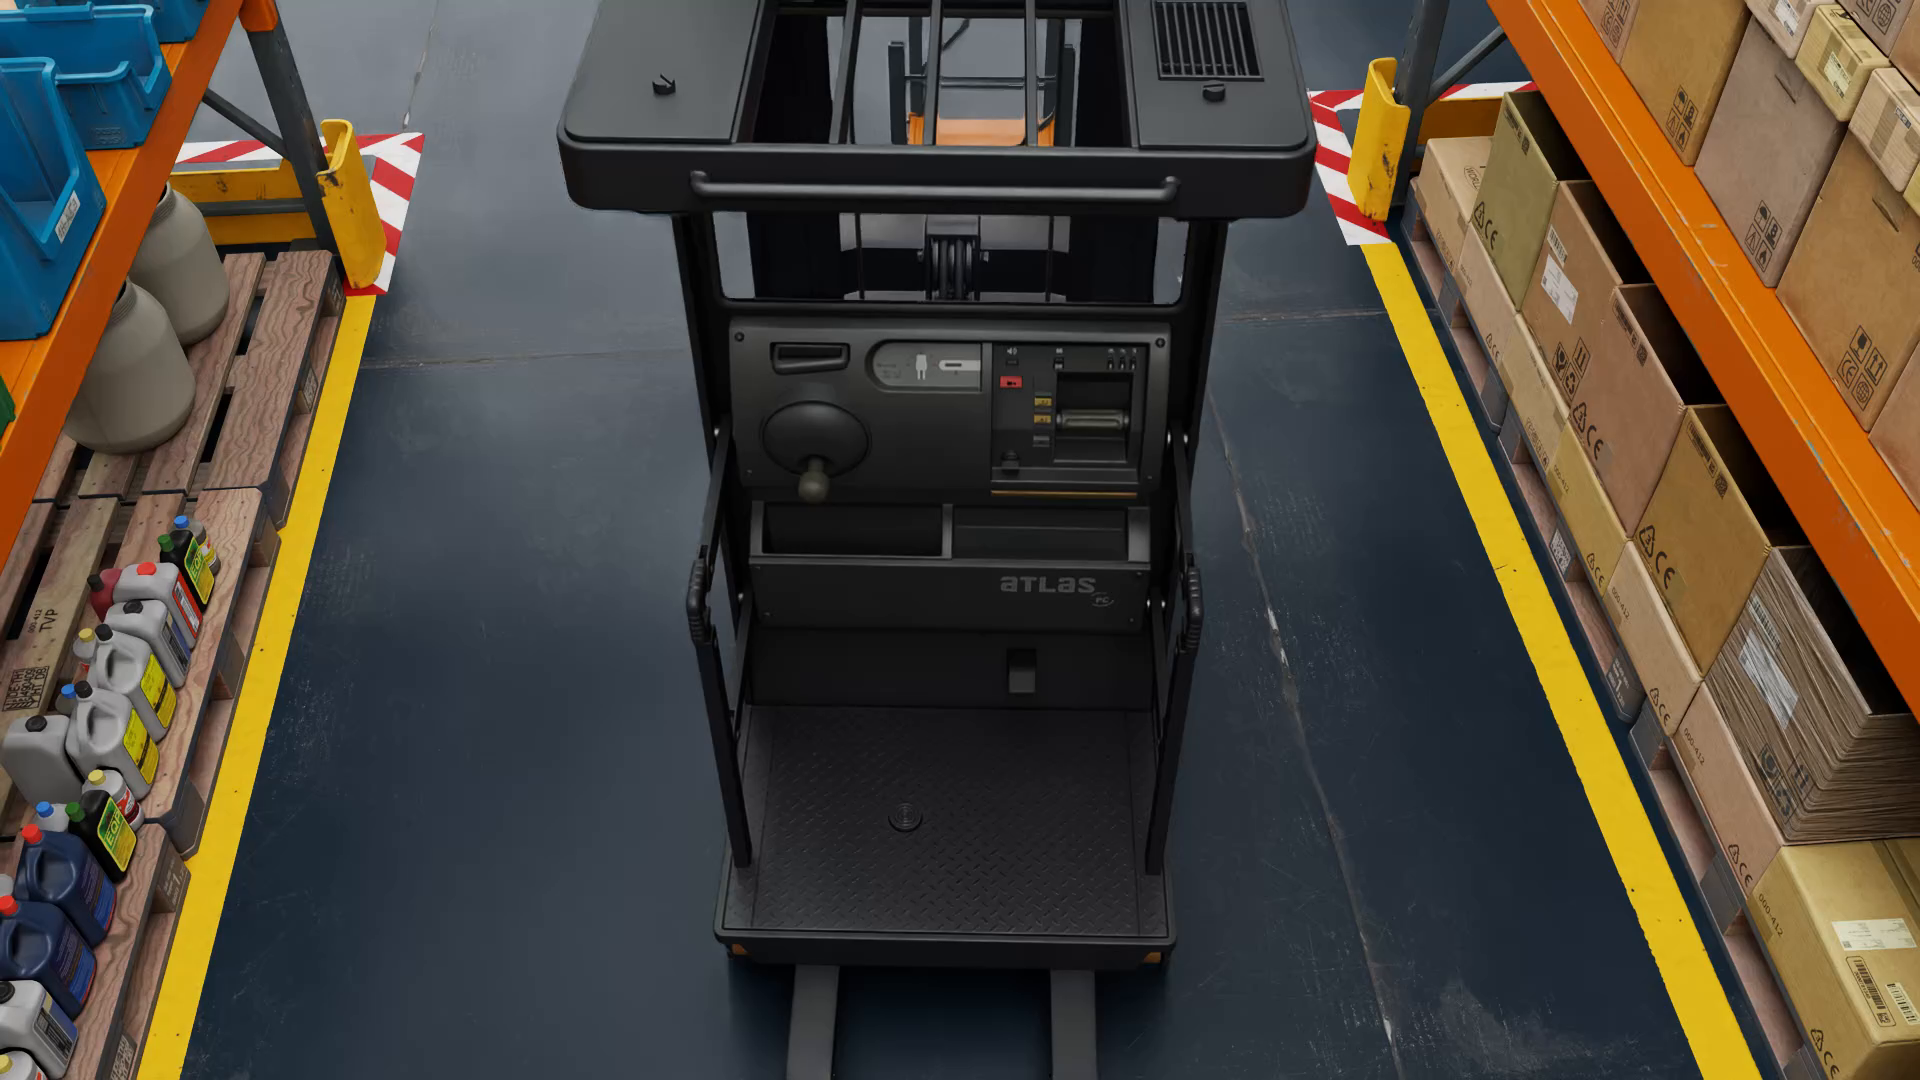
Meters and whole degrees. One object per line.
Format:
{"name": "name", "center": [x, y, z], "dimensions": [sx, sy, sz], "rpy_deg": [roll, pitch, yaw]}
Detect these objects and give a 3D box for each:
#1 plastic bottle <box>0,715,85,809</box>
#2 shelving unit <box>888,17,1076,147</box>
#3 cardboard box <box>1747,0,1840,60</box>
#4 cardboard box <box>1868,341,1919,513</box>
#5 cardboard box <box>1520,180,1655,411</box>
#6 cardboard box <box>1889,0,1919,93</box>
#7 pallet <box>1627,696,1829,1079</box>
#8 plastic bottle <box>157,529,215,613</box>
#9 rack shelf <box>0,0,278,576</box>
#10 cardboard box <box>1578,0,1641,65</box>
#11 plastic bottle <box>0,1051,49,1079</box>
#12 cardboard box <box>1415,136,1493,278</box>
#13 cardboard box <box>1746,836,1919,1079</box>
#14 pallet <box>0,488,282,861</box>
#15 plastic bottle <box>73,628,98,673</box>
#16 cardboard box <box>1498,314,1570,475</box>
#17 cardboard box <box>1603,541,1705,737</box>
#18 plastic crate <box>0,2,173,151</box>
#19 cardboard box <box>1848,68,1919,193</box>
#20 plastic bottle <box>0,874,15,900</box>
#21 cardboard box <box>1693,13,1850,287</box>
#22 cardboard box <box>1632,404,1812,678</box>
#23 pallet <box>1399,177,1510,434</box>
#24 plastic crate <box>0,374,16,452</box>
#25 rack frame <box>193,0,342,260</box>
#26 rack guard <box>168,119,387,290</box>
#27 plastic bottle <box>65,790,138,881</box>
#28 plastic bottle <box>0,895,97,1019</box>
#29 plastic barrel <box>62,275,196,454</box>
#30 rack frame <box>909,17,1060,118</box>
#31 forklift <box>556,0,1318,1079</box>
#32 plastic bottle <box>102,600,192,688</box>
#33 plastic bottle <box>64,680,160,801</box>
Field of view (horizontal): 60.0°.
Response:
{"name": "plastic bottle", "center": [-2.322, 0.552, 4.234], "dimensions": [0.152, 0.276, 0.135], "rpy_deg": [-3, 47, -3]}
{"name": "shelving unit", "center": [0.069, -1.175, 5.330], "dimensions": [0.587, 1.500, 1.083], "rpy_deg": [1, 47, 1]}
{"name": "cardboard box", "center": [2.077, -1.248, 3.850], "dimensions": [0.380, 0.149, 0.250], "rpy_deg": [-3, 47, -3]}
{"name": "cardboard box", "center": [2.372, -0.242, 3.344], "dimensions": [0.700, 0.500, 0.500], "rpy_deg": [-4, 47, -4]}
{"name": "cardboard box", "center": [2.052, -0.732, 4.966], "dimensions": [0.500, 0.500, 0.500], "rpy_deg": [-3, 47, -3]}
{"name": "cardboard box", "center": [2.337, -1.035, 3.202], "dimensions": [0.700, 0.500, 0.500], "rpy_deg": [-4, 47, -3]}
{"name": "pallet", "center": [2.441, 0.875, 4.276], "dimensions": [1.003, 0.211, 1.213], "rpy_deg": [-3, 47, -3]}
{"name": "plastic bottle", "center": [-2.187, 0.067, 4.688], "dimensions": [0.061, 0.283, 0.133], "rpy_deg": [-2, 47, -2]}
{"name": "rack shelf", "center": [-2.638, -0.407, 4.065], "dimensions": [1.077, 0.370, 4.000], "rpy_deg": [-3, 47, -3]}
{"name": "cardboard box", "center": [2.206, -1.716, 4.740], "dimensions": [0.700, 0.500, 0.500], "rpy_deg": [-2, 47, -2]}
{"name": "plastic bottle", "center": [-2.078, 1.199, 3.672], "dimensions": [0.097, 0.201, 0.097], "rpy_deg": [0, 47, 0]}
{"name": "cardboard box", "center": [1.954, -1.197, 5.922], "dimensions": [0.500, 0.250, 0.500], "rpy_deg": [-3, 47, -3]}
{"name": "cardboard box", "center": [2.209, 0.973, 3.867], "dimensions": [0.500, 0.250, 0.500], "rpy_deg": [-3, 47, -3]}
{"name": "pallet", "center": [-2.591, 0.378, 4.746], "dimensions": [1.003, 0.211, 1.213], "rpy_deg": [-3, 47, -3]}
{"name": "plastic bottle", "center": [-2.332, 0.317, 4.508], "dimensions": [0.097, 0.201, 0.097], "rpy_deg": [0, 47, 0]}
{"name": "cardboard box", "center": [2.041, -0.474, 5.237], "dimensions": [0.500, 0.250, 0.500], "rpy_deg": [-3, 47, -3]}
{"name": "cardboard box", "center": [2.120, 0.250, 4.552], "dimensions": [0.500, 0.250, 0.500], "rpy_deg": [-3, 47, -3]}
{"name": "plastic crate", "center": [-2.417, -1.236, 4.457], "dimensions": [0.499, 0.251, 0.408], "rpy_deg": [-3, 47, -3]}
{"name": "cardboard box", "center": [2.125, -0.865, 3.488], "dimensions": [0.380, 0.149, 0.250], "rpy_deg": [-2, 47, -2]}
{"name": "plastic bottle", "center": [-2.257, 0.873, 3.933], "dimensions": [0.097, 0.271, 0.097], "rpy_deg": [0, 47, 0]}
{"name": "cardboard box", "center": [2.289, -0.976, 4.039], "dimensions": [0.700, 0.500, 0.500], "rpy_deg": [-2, 47, -2]}
{"name": "cardboard box", "center": [2.133, -0.009, 4.280], "dimensions": [0.500, 0.500, 0.500], "rpy_deg": [-3, 47, -3]}
{"name": "pallet", "center": [2.236, -0.890, 5.947], "dimensions": [1.003, 0.211, 1.213], "rpy_deg": [-3, 47, -3]}
{"name": "plastic crate", "center": [-2.303, -0.134, 3.457], "dimensions": [0.450, 0.188, 0.662], "rpy_deg": [-3, 47, -3]}
{"name": "rack frame", "center": [-2.806, -2.101, 5.174], "dimensions": [1.000, 3.000, 0.127], "rpy_deg": [-3, 47, -3]}
{"name": "rack guard", "center": [-2.752, -1.190, 6.032], "dimensions": [1.175, 0.500, 0.348], "rpy_deg": [-3, 47, -3]}
{"name": "plastic bottle", "center": [-2.113, 0.708, 4.082], "dimensions": [0.061, 0.283, 0.133], "rpy_deg": [-2, 47, -2]}
{"name": "plastic bottle", "center": [-2.125, 0.943, 3.812], "dimensions": [0.144, 0.351, 0.185], "rpy_deg": [-2, 47, -2]}
{"name": "plastic barrel", "center": [-2.632, -0.556, 5.135], "dimensions": [0.421, 0.512, 0.421], "rpy_deg": [0, 47, 0]}
{"name": "rack frame", "center": [0.081, -1.551, 5.686], "dimensions": [0.500, 1.500, 0.032], "rpy_deg": [1, 47, 1]}
{"name": "forklift", "center": [-0.025, -0.175, 3.397], "dimensions": [1.130, 2.935, 3.031], "rpy_deg": [1, 47, 1]}
{"name": "plastic bottle", "center": [-2.210, 0.271, 4.501], "dimensions": [0.152, 0.276, 0.135], "rpy_deg": [-5, 47, -4]}
{"name": "plastic bottle", "center": [-2.176, 0.499, 4.233], "dimensions": [0.144, 0.351, 0.185], "rpy_deg": [-4, 47, -4]}
